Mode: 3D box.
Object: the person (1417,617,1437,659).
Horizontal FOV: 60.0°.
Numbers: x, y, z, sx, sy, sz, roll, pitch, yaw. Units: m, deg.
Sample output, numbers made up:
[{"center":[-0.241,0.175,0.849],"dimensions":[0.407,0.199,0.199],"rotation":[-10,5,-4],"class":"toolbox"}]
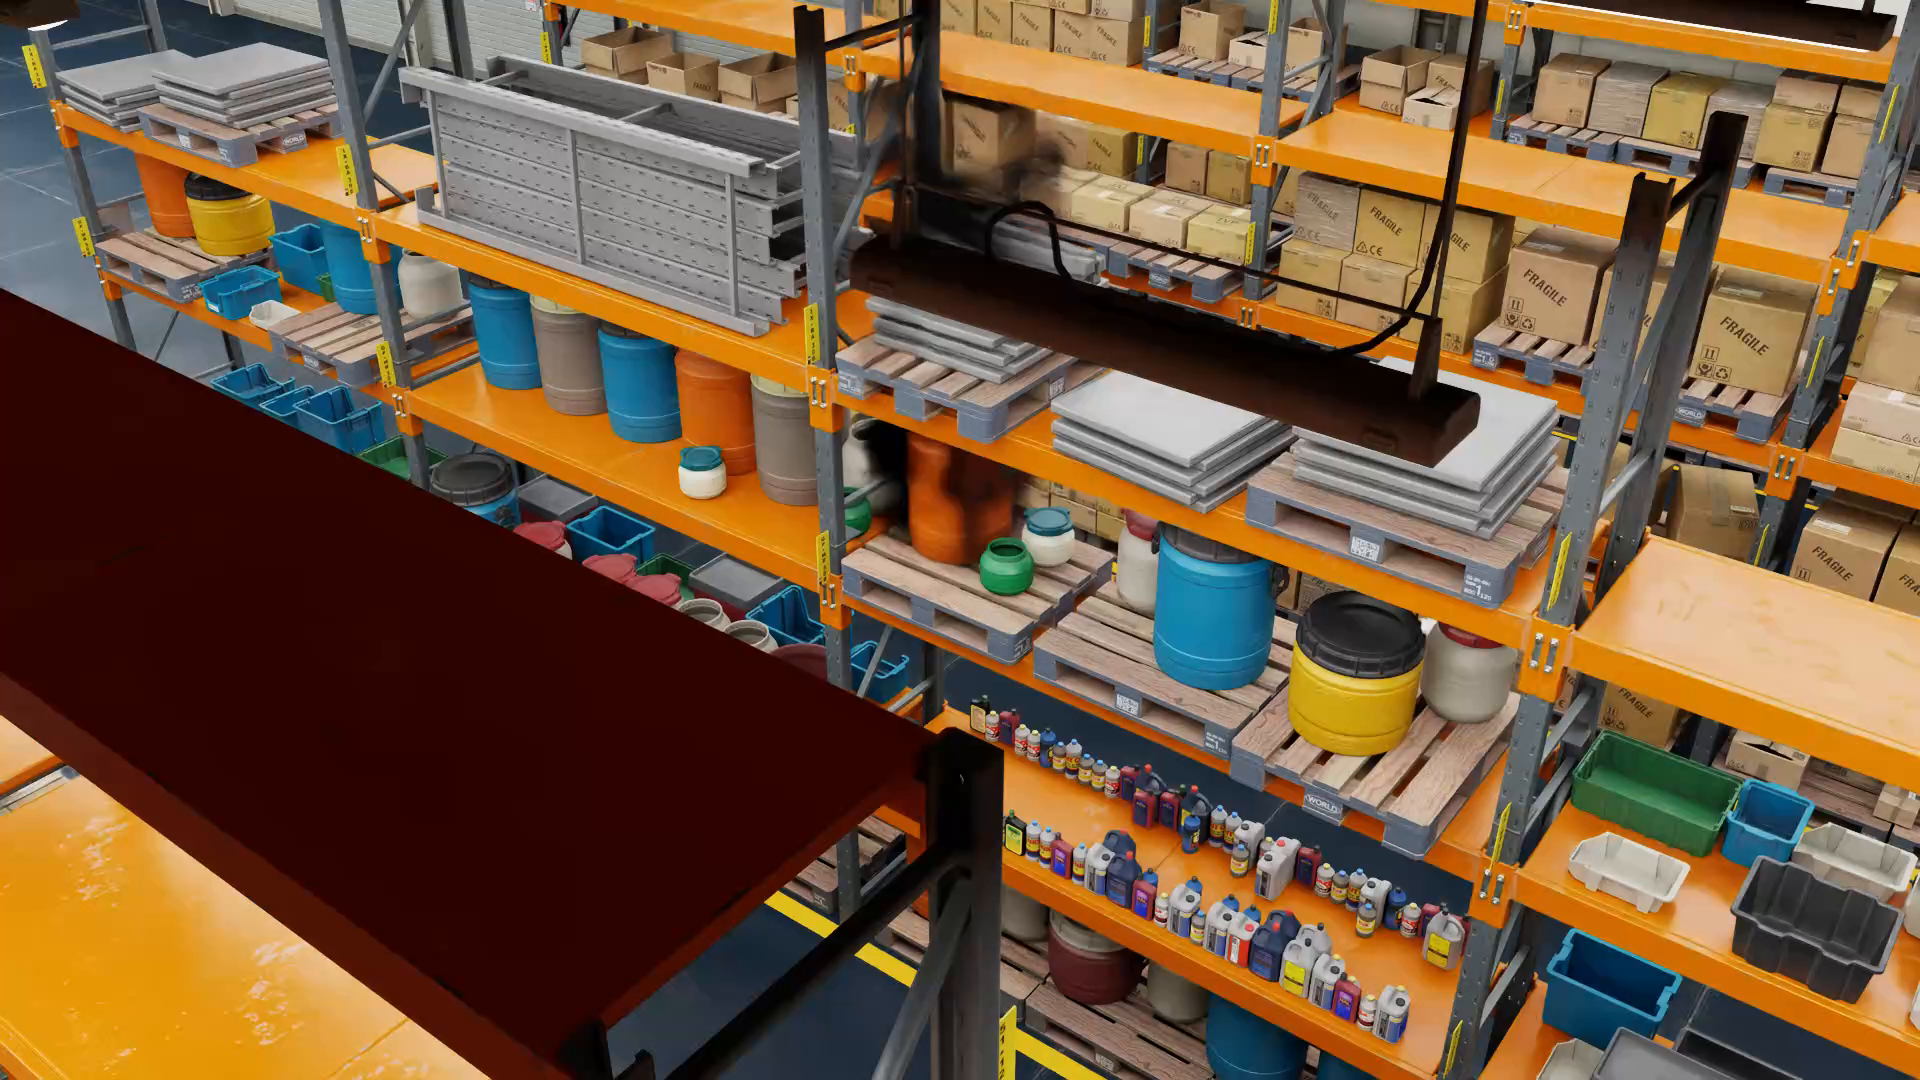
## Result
[{"center":[3.152,1.271,11.497],"dimensions":[0.928,1.766,0.669],"rotation":[17,36,26],"class":"person"}]
